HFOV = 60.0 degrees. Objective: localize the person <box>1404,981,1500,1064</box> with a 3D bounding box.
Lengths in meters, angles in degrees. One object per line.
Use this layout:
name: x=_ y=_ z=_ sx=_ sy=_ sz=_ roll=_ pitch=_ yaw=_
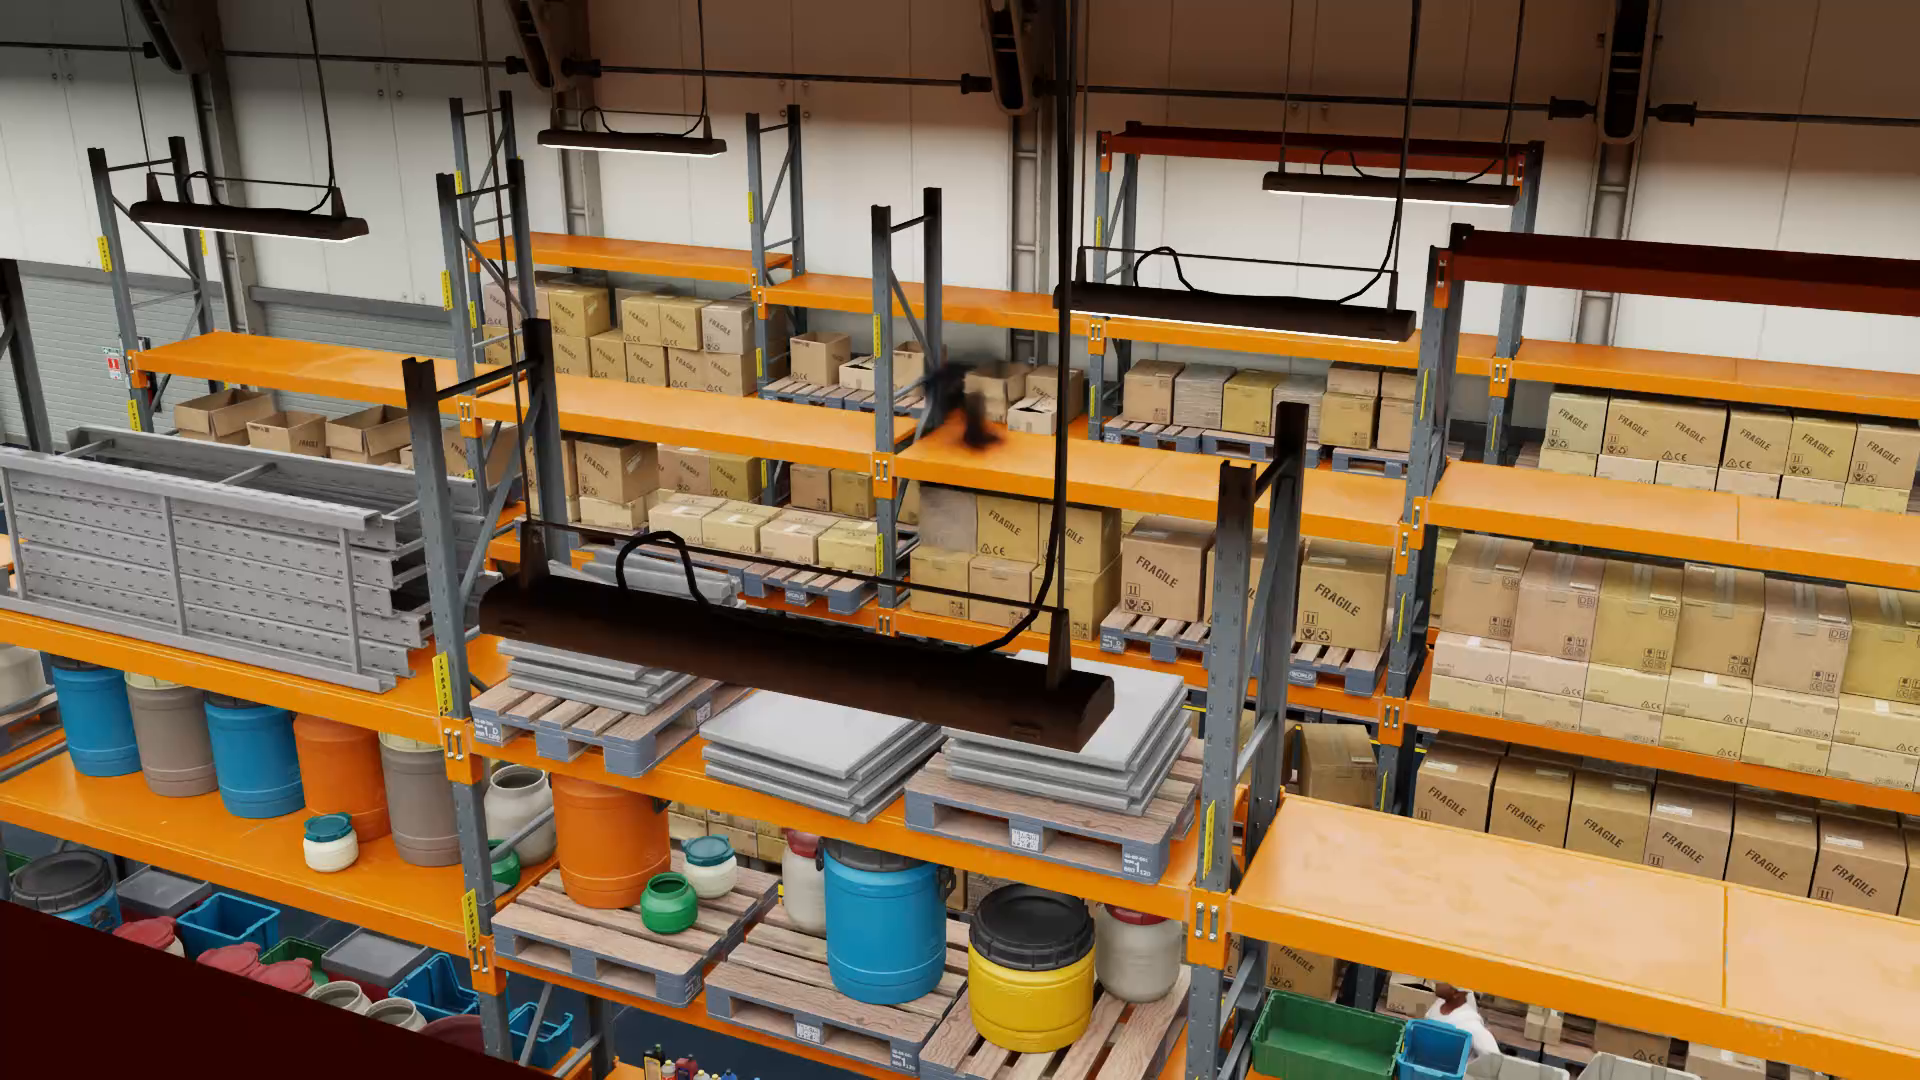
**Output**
person: x=3.206 y=3.517 z=10.817 sx=0.797 sy=1.814 sz=0.677 roll=7 pitch=22 yaw=17
